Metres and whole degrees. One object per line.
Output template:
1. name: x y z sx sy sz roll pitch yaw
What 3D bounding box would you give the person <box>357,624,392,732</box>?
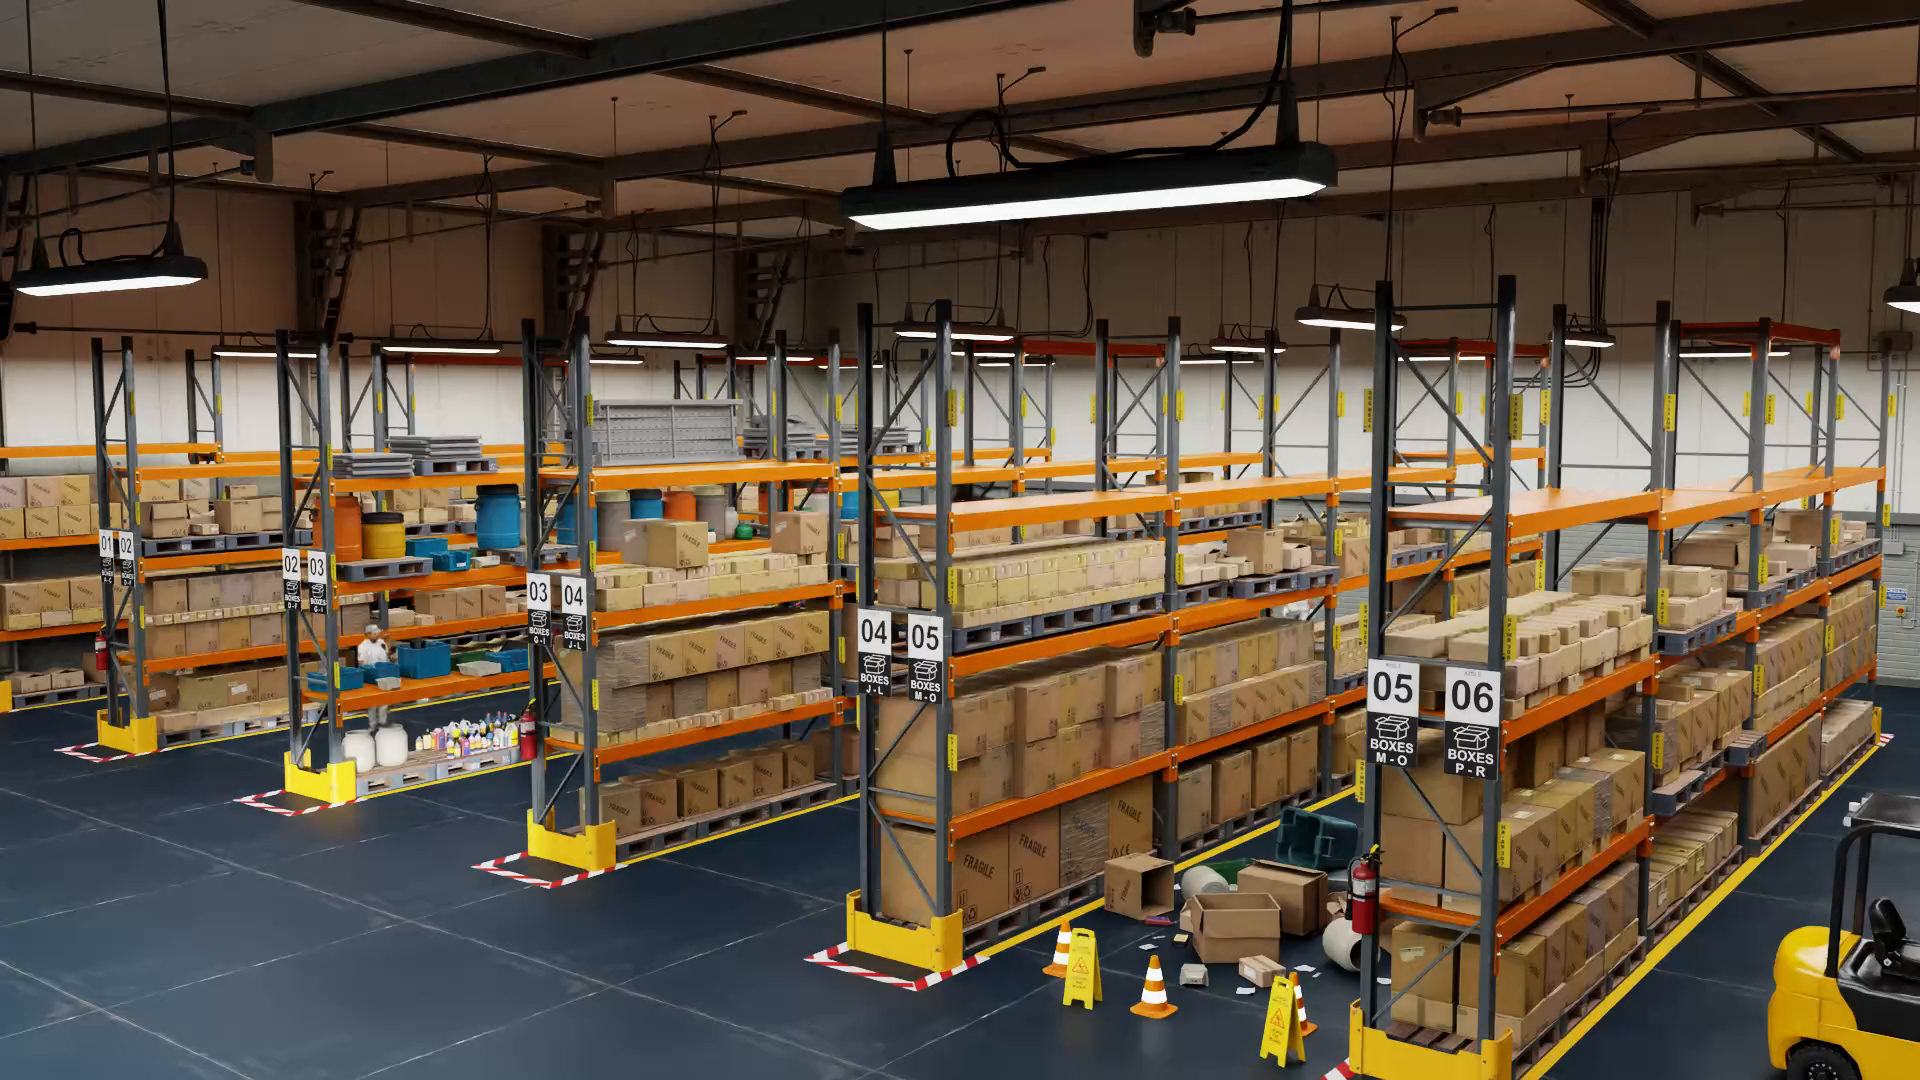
1. person: -8.989 2.115 25.577 0.532 1.666 0.406 -3 6 -34

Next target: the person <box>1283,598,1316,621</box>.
1. person: 6.736 1.418 32.986 0.664 1.747 1.013 0 5 6

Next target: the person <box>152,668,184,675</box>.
1. person: -12.769 2.010 26.620 0.650 1.826 0.427 -3 6 -34
